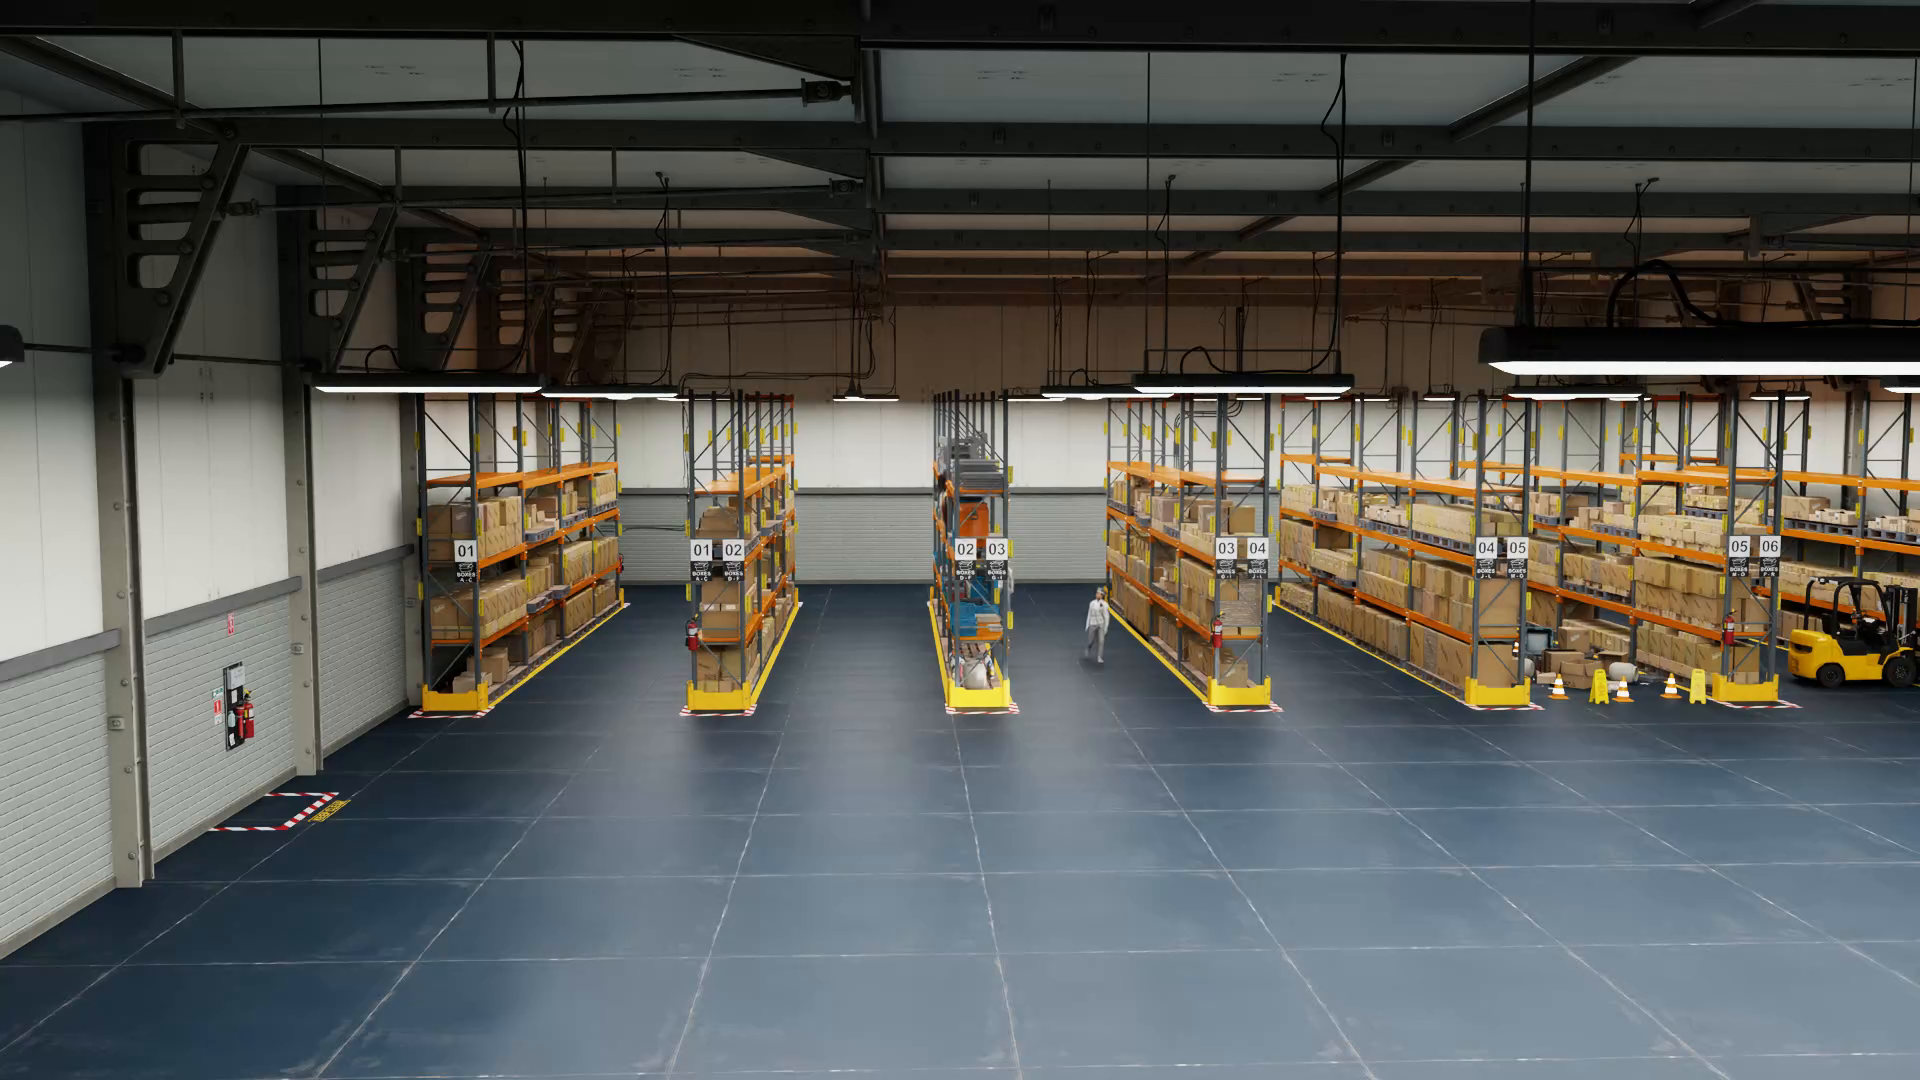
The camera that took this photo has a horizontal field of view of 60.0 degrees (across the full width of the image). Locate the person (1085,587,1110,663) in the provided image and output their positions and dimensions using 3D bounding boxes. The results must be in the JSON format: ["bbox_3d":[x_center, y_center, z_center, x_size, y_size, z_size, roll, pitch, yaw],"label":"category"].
[{"bbox_3d":[3.041,1.872,36.943,0.521,1.655,0.707,0,5,-5],"label":"person"}]

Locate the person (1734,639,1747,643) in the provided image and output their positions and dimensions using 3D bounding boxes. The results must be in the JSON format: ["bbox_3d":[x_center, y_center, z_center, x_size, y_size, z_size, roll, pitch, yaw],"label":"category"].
[{"bbox_3d":[17.031,1.964,36.368,0.581,1.586,0.457,4,6,42],"label":"person"}]

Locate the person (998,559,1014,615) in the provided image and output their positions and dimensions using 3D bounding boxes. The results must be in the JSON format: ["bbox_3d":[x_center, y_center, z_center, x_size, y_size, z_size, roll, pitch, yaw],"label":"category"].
[{"bbox_3d":[1.193,1.277,44.362,0.559,1.632,1.014,-1,5,-11],"label":"person"}]
